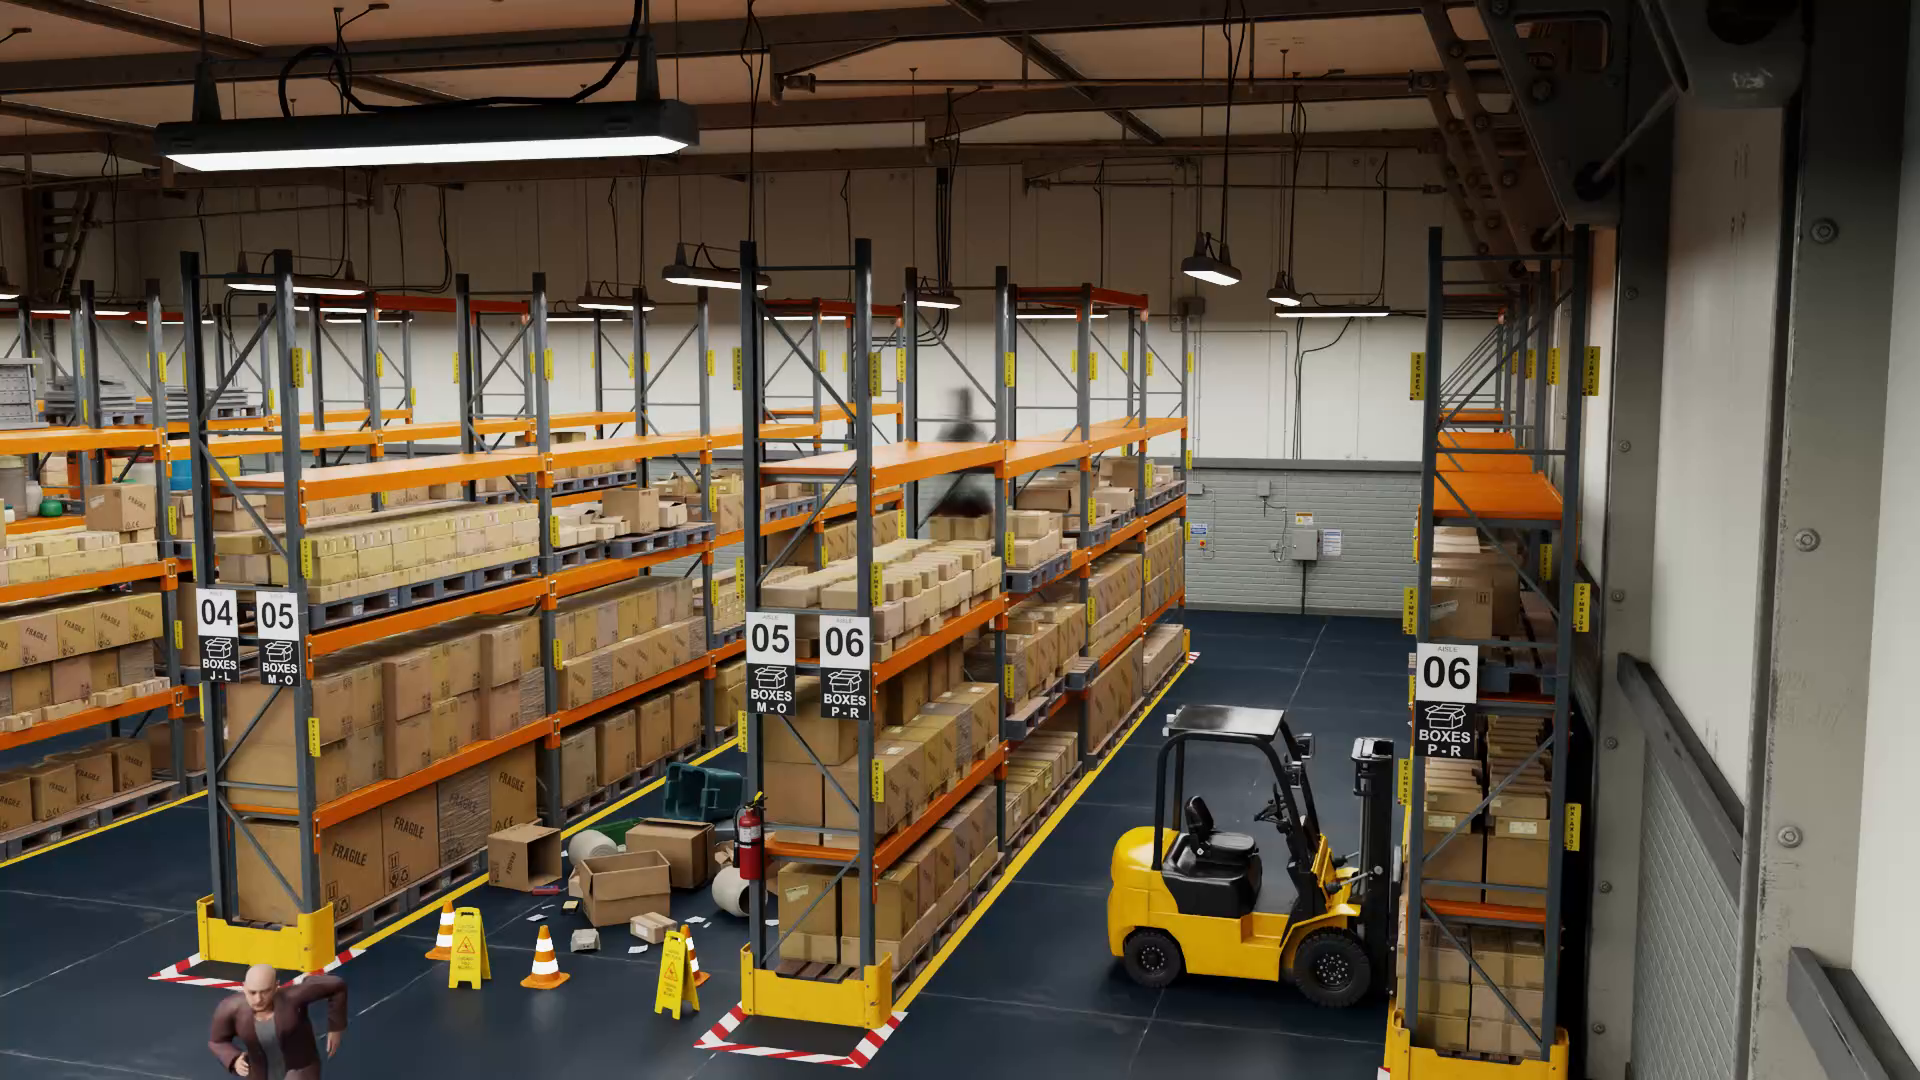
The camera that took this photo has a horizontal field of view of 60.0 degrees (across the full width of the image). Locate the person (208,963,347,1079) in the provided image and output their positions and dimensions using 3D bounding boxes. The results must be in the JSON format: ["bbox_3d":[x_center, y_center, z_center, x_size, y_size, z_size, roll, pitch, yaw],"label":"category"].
[{"bbox_3d":[-4.048,3.255,9.981,0.752,1.728,1.072,-1,6,-9],"label":"person"}]

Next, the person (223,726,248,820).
[{"bbox_3d":[-6.976,2.467,16.389,0.668,1.855,0.861,1,7,11],"label":"person"}]
